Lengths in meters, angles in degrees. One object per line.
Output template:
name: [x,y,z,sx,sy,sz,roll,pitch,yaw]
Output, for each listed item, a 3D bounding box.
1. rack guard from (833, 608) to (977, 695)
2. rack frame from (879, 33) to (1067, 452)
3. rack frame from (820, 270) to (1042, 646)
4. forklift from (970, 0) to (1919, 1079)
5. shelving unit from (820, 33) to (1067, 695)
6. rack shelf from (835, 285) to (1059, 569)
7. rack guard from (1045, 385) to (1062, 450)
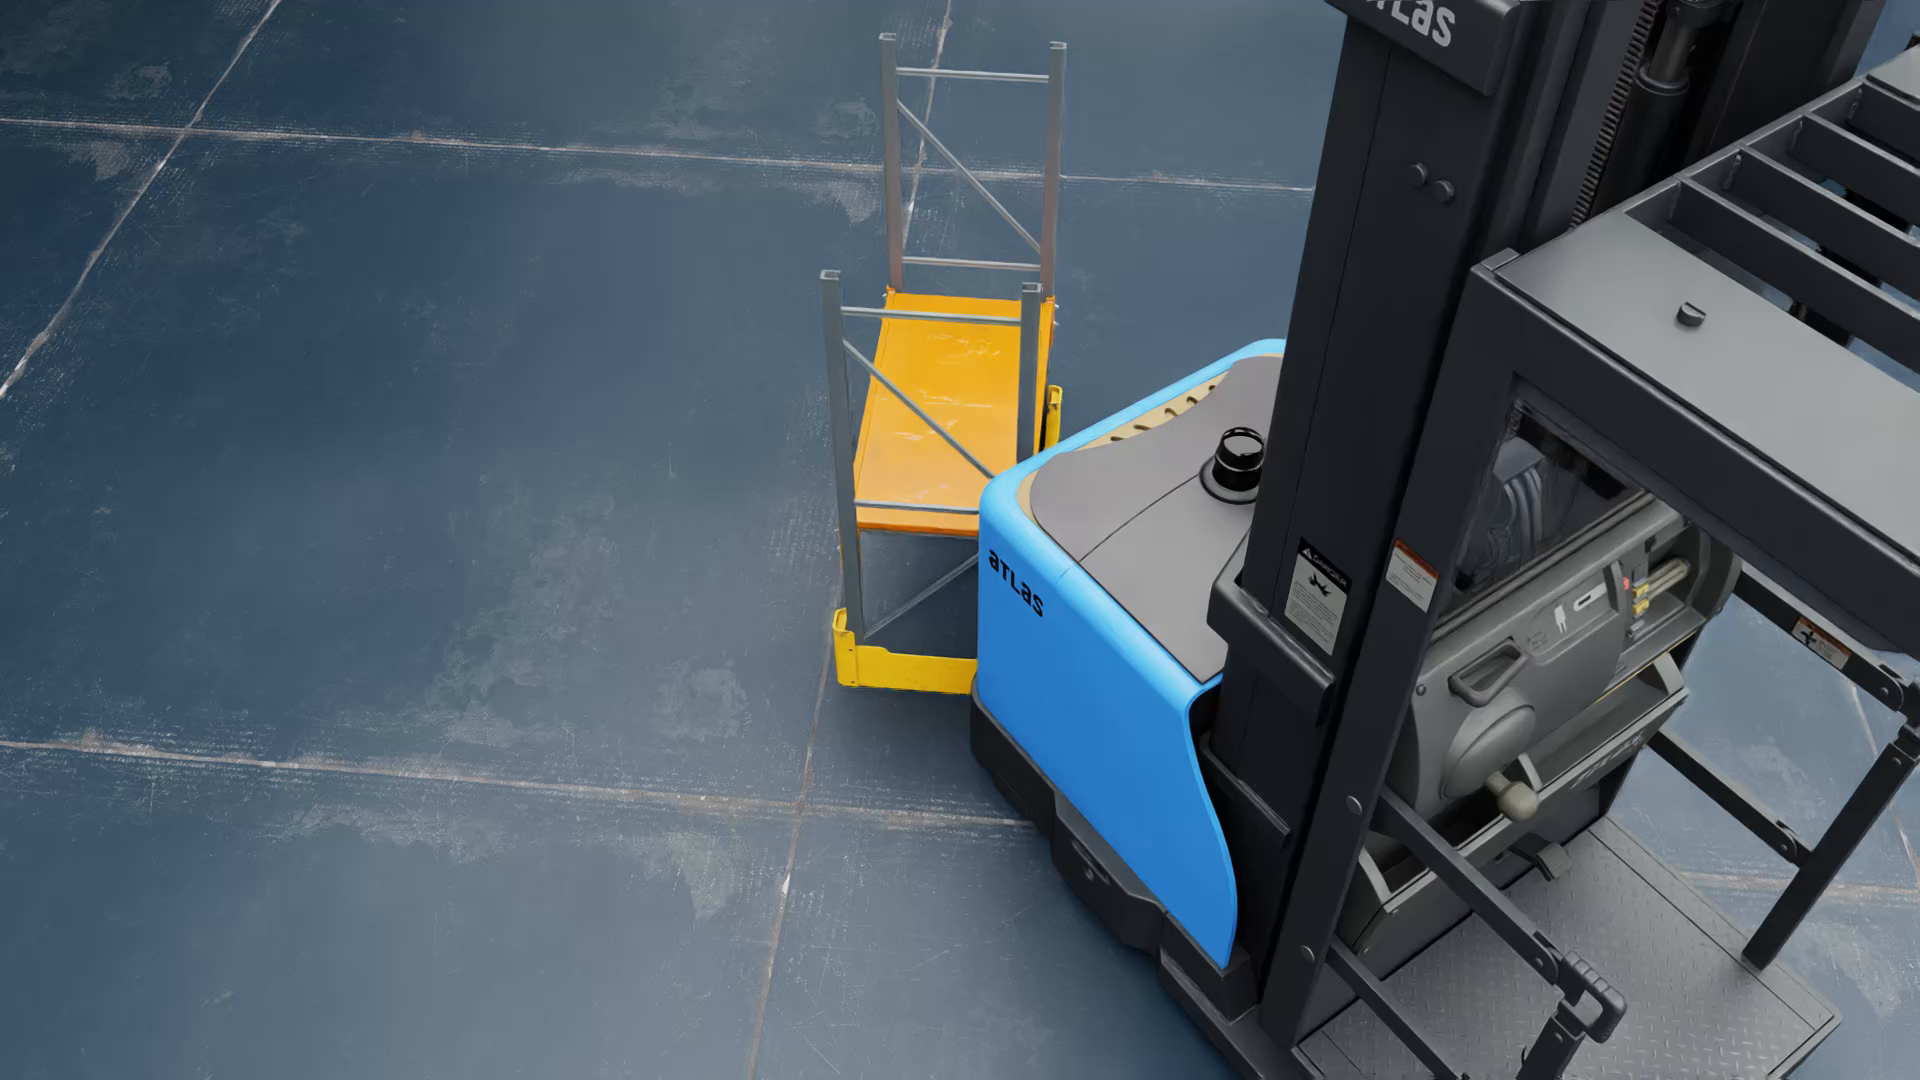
rack guard: [-0.065,0.329,4.780,0.587,0.250,0.087,4,48,4]
rack frame: [0.034,-0.825,4.988,0.500,1.500,0.032,4,48,4]
rack frame: [-0.067,-0.079,4.306,0.500,1.500,0.032,4,48,4]
forklift: [1.296,0.282,3.006,1.130,2.935,3.031,-28,53,-23]
shelving unit: [-0.015,-0.459,4.653,0.587,1.500,1.083,4,48,4]
rack shelf: [-0.016,-0.331,4.780,0.538,0.185,1.000,4,48,4]
rack guard: [0.034,-0.402,5.449,0.587,0.250,0.087,4,48,4]
